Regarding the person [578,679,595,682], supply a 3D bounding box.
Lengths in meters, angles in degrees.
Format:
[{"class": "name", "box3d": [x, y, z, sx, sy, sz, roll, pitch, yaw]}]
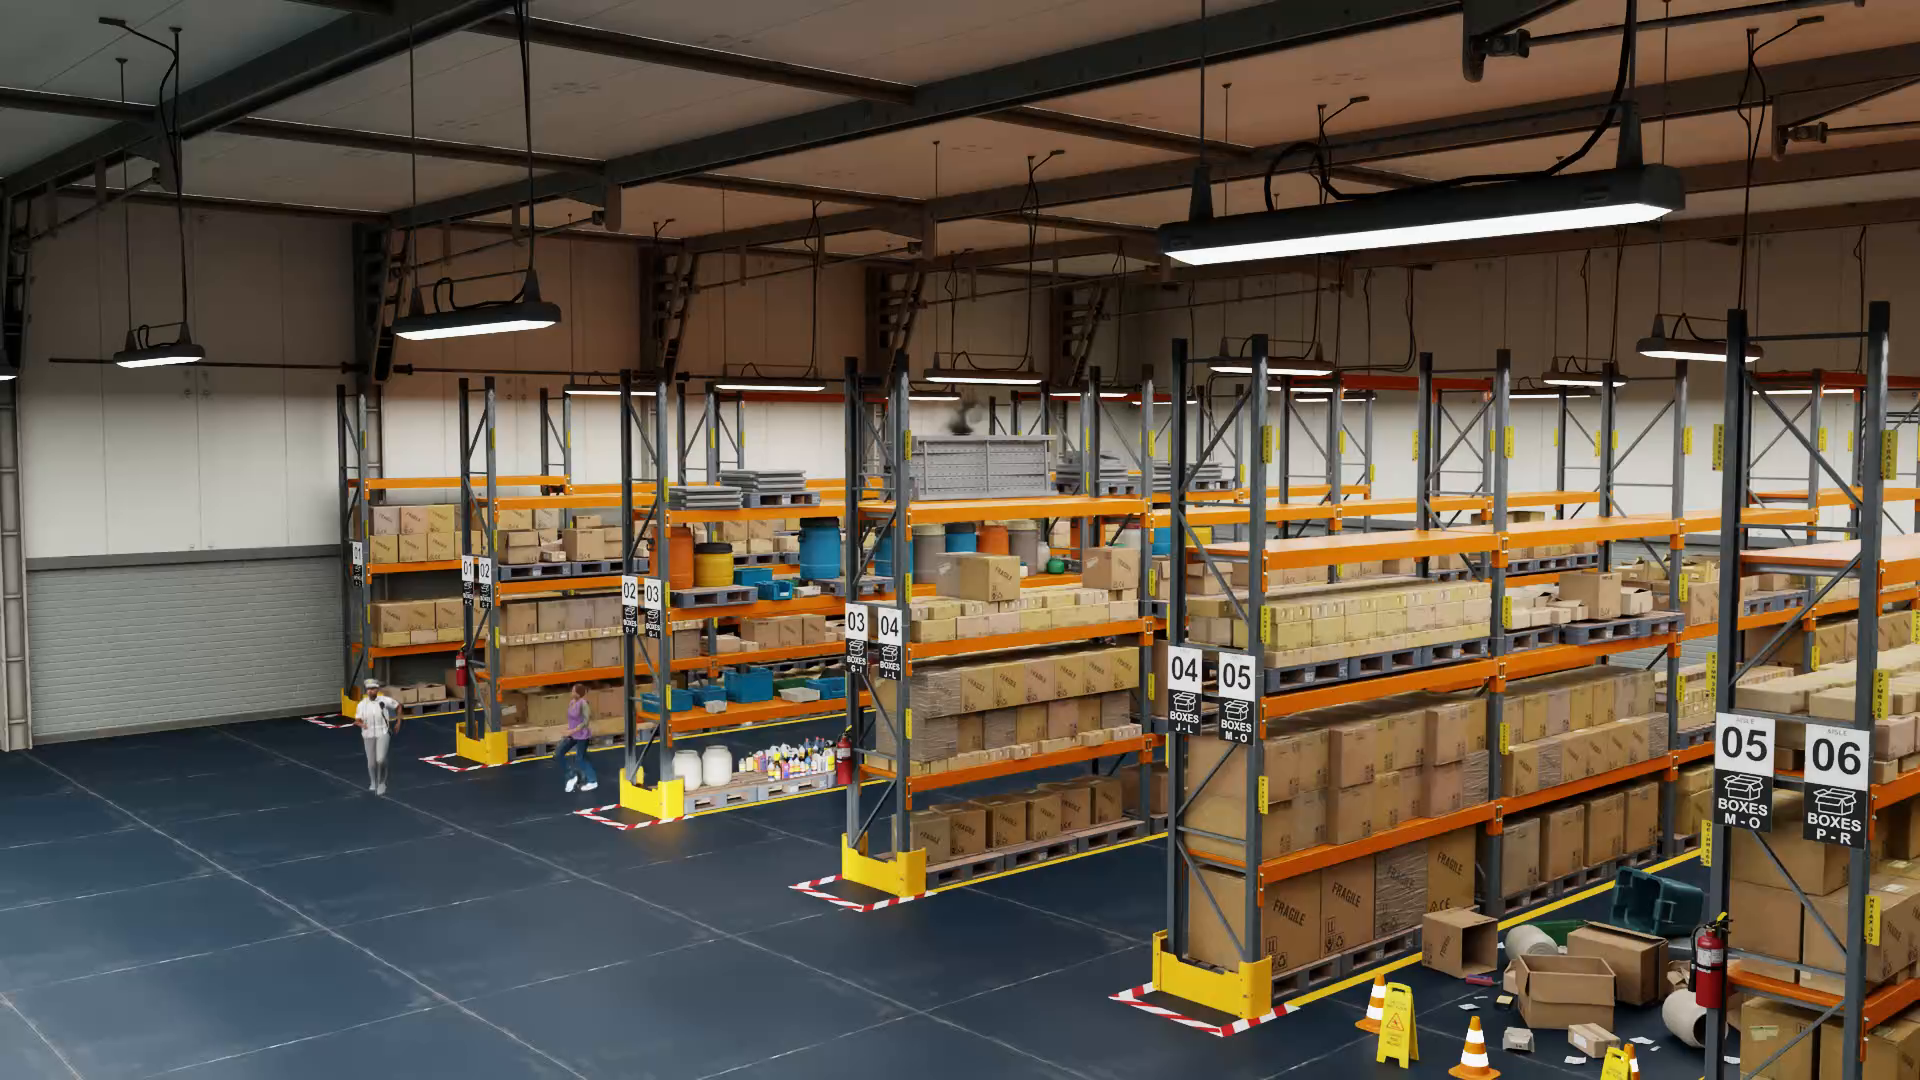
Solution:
[{"class": "person", "box3d": [-6.632, 2.361, 29.444, 0.733, 1.720, 0.582, 4, 5, 44]}]

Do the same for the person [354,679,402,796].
[{"class": "person", "box3d": [-8.222, 2.772, 23.490, 0.590, 1.669, 0.834, 0, 4, -7]}]

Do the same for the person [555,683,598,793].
[{"class": "person", "box3d": [-5.449, 2.829, 23.717, 0.613, 1.554, 0.549, -3, 5, -43]}]

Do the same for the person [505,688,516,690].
[{"class": "person", "box3d": [-7.664, 2.501, 27.982, 0.570, 1.627, 0.526, 3, 5, 38]}]
